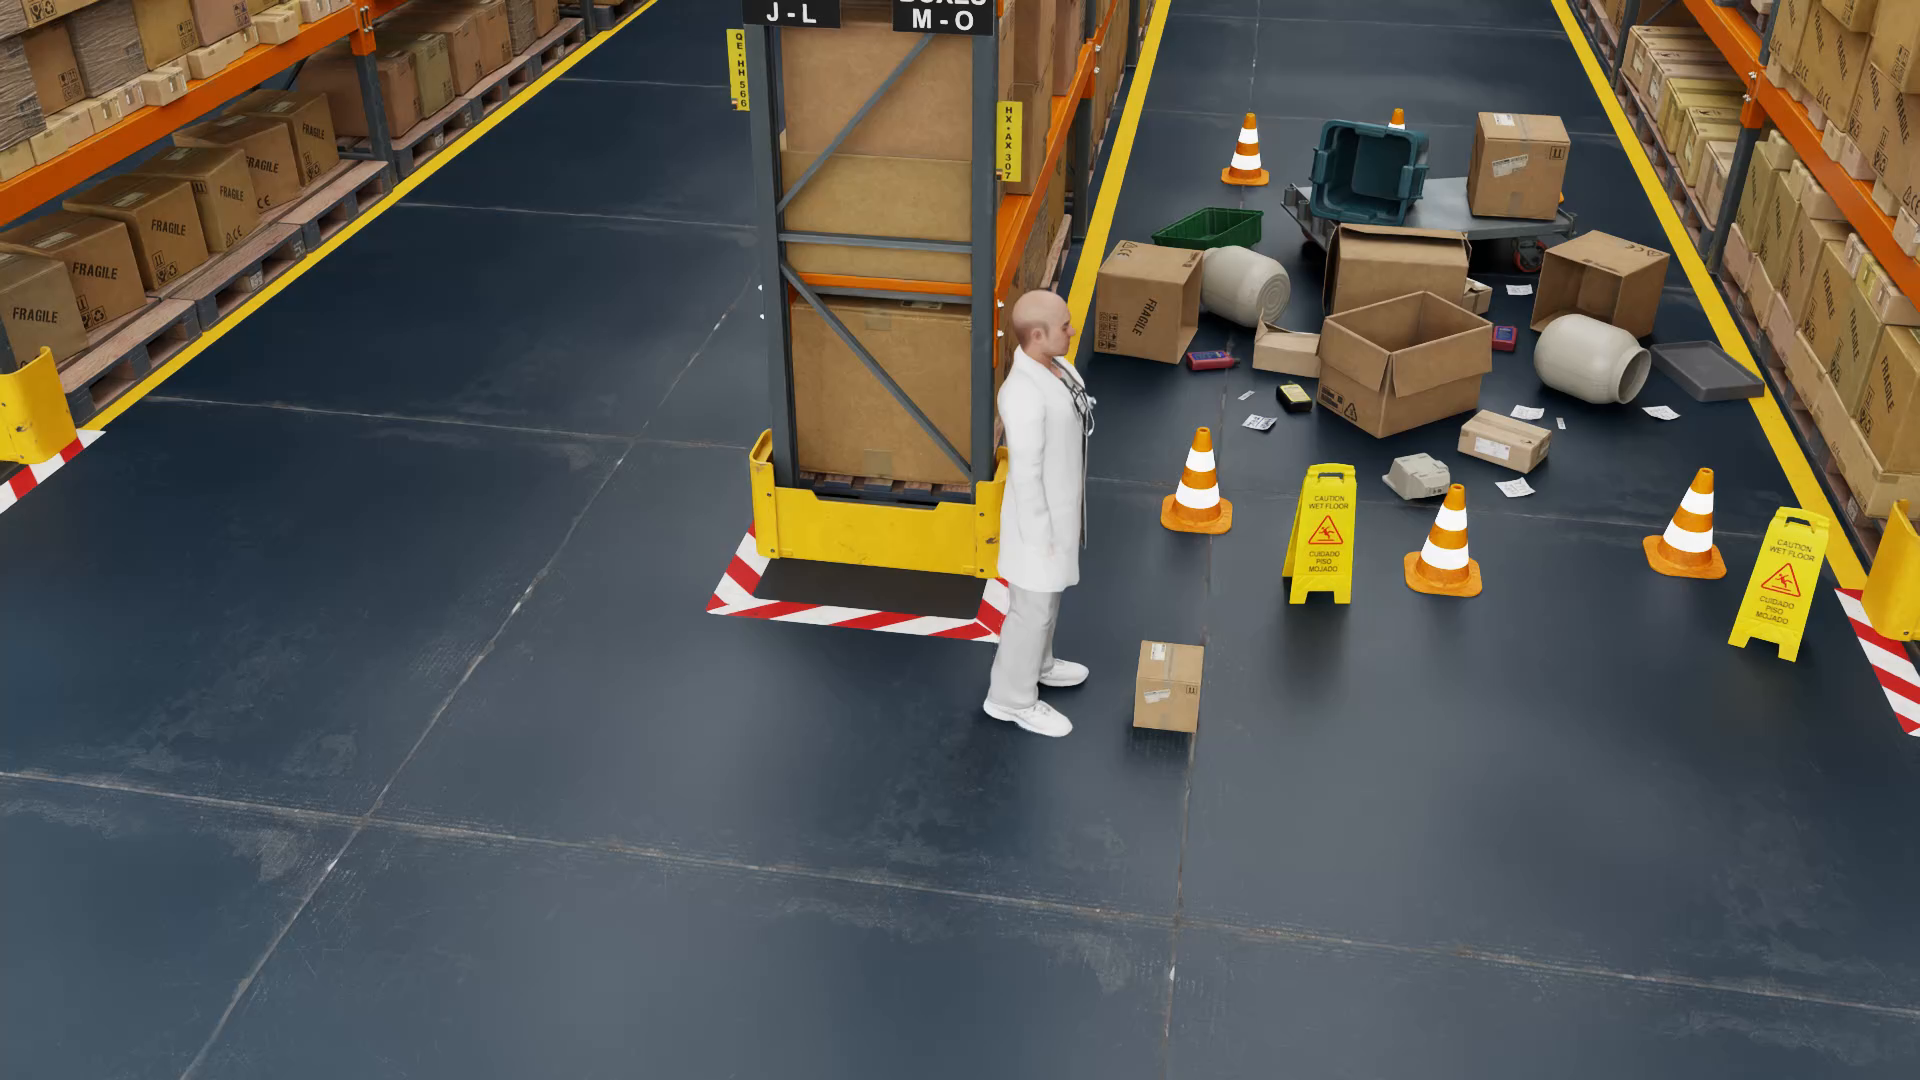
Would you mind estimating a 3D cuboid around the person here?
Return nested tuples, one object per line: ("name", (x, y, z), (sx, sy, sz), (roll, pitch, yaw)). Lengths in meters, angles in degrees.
("person", (0.314, -0.111, 6.347), (0.395, 1.795, 0.565), (6, 32, 9))
